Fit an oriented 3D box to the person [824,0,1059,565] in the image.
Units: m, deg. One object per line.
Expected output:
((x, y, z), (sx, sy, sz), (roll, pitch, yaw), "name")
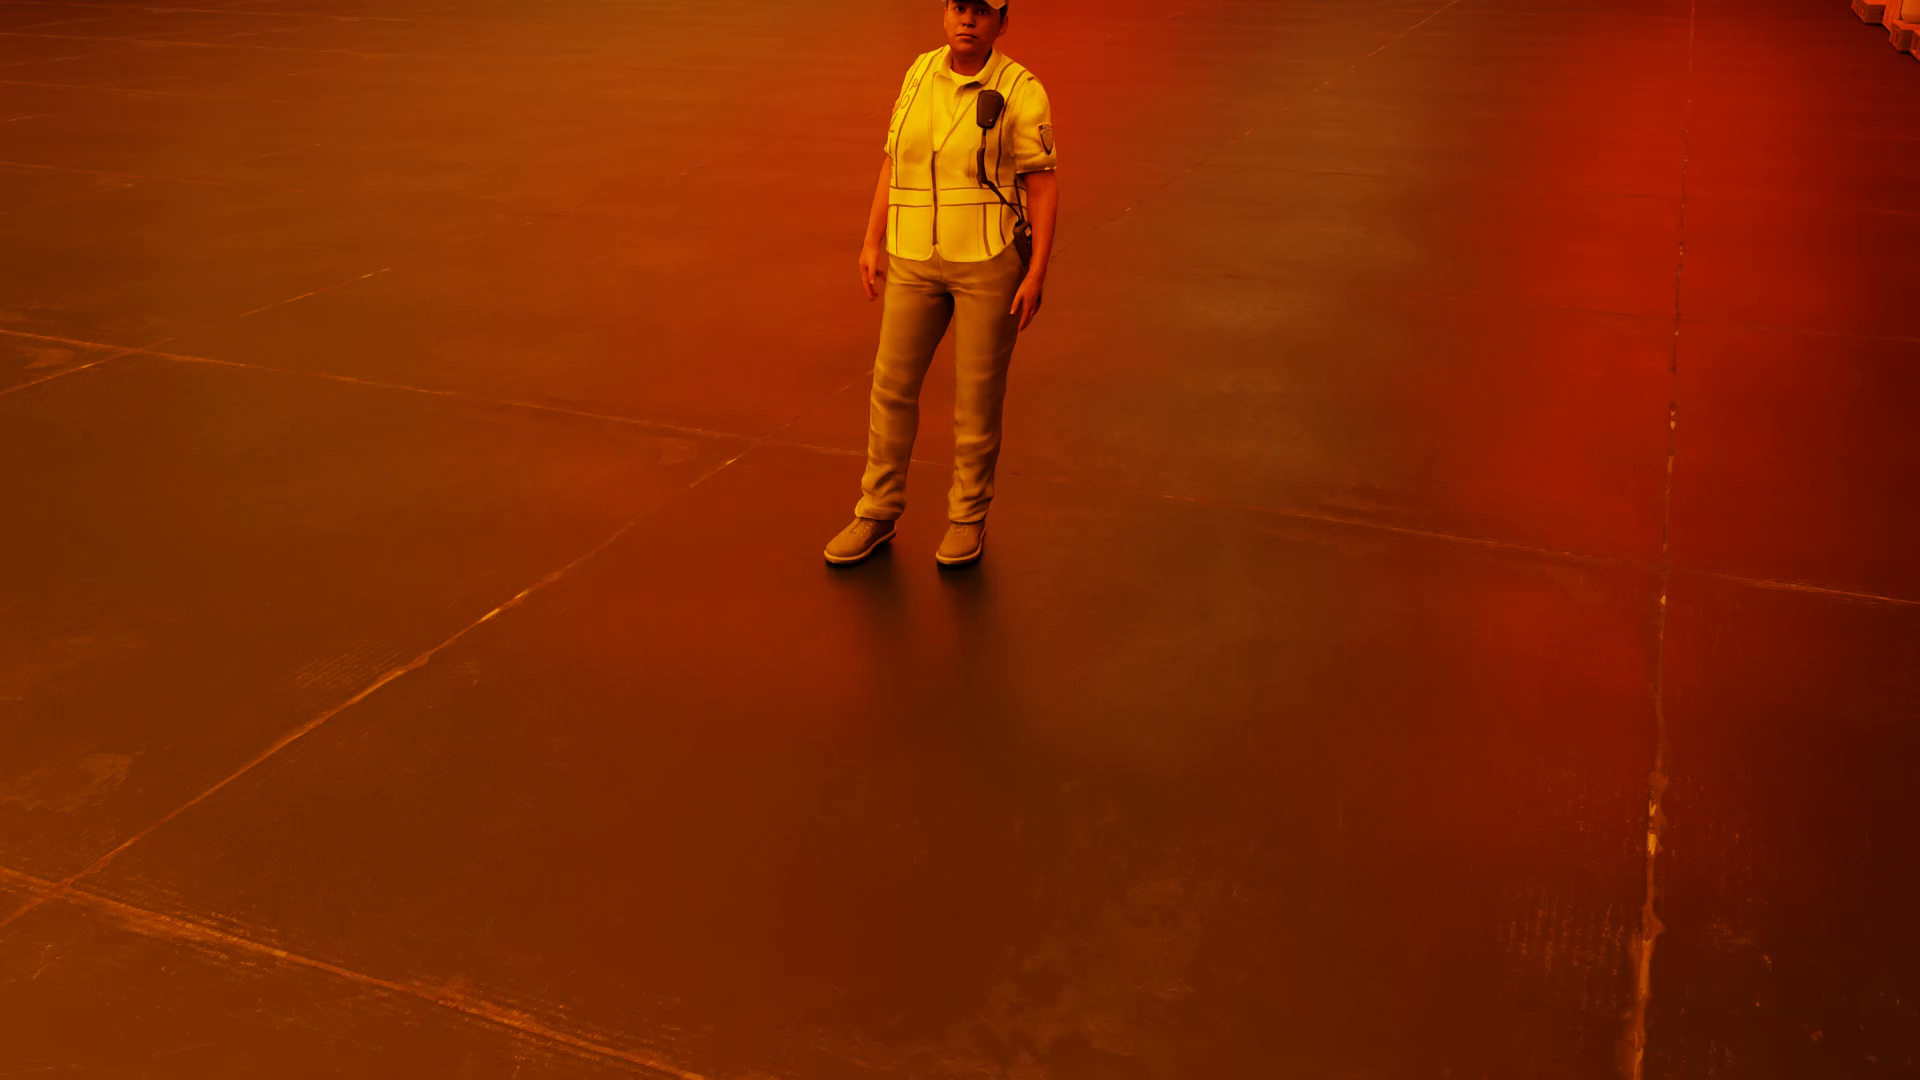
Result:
((-0.051, -0.751, 4.712), (0.598, 1.670, 0.529), (9, 24, 21), "person")
